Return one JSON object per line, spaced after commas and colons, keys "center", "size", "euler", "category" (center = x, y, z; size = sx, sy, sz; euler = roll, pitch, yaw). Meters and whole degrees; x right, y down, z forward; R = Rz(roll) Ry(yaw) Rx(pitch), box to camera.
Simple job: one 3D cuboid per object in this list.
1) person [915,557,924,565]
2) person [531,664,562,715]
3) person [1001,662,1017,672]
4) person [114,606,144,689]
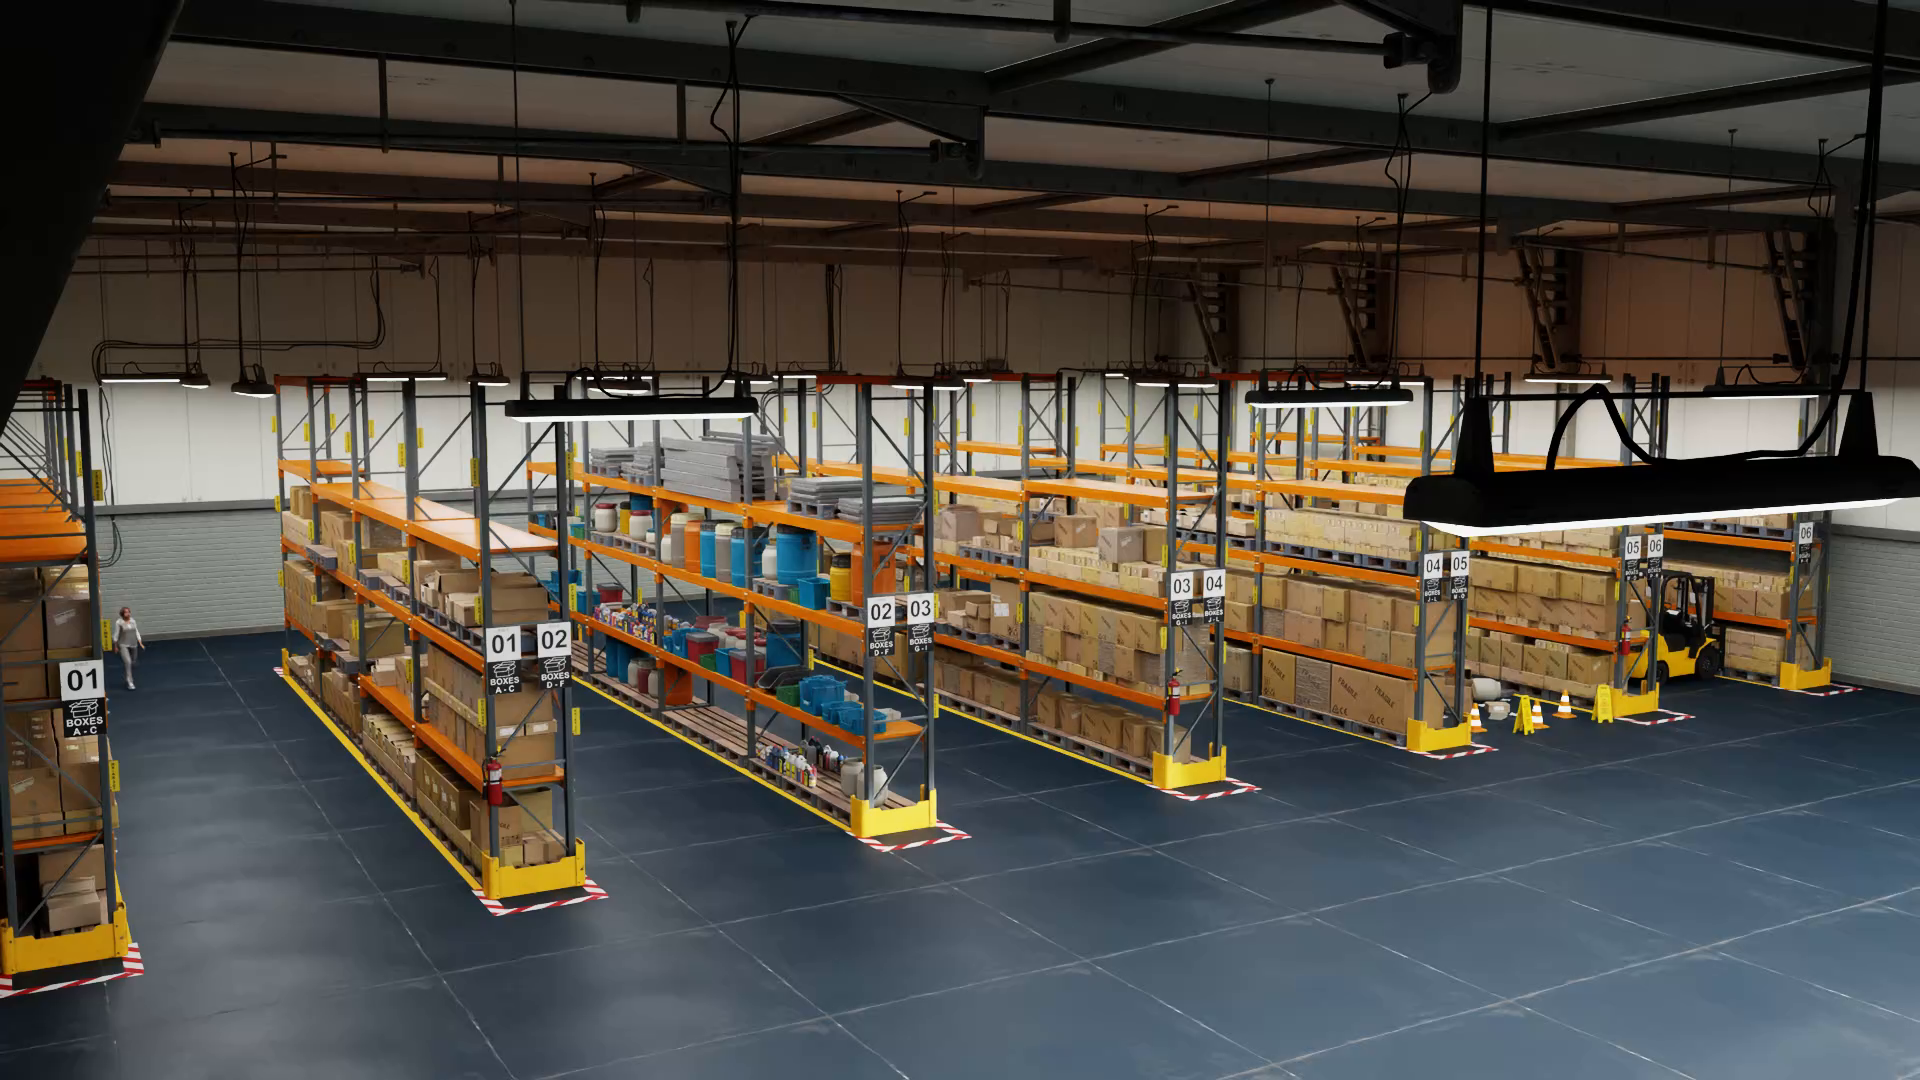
{"center": [-0.914, 0.760, 43.179], "size": [0.492, 1.669, 0.632], "euler": [2, 7, 19], "category": "person"}
{"center": [-6.558, 2.620, 25.983], "size": [0.674, 1.698, 1.090], "euler": [-6, 9, -44], "category": "person"}
{"center": [0.986, 2.026, 32.316], "size": [0.579, 1.518, 0.798], "euler": [-2, 7, -21], "category": "person"}
{"center": [-16.008, 2.040, 31.985], "size": [0.899, 1.555, 0.477], "euler": [6, 9, 44], "category": "person"}
